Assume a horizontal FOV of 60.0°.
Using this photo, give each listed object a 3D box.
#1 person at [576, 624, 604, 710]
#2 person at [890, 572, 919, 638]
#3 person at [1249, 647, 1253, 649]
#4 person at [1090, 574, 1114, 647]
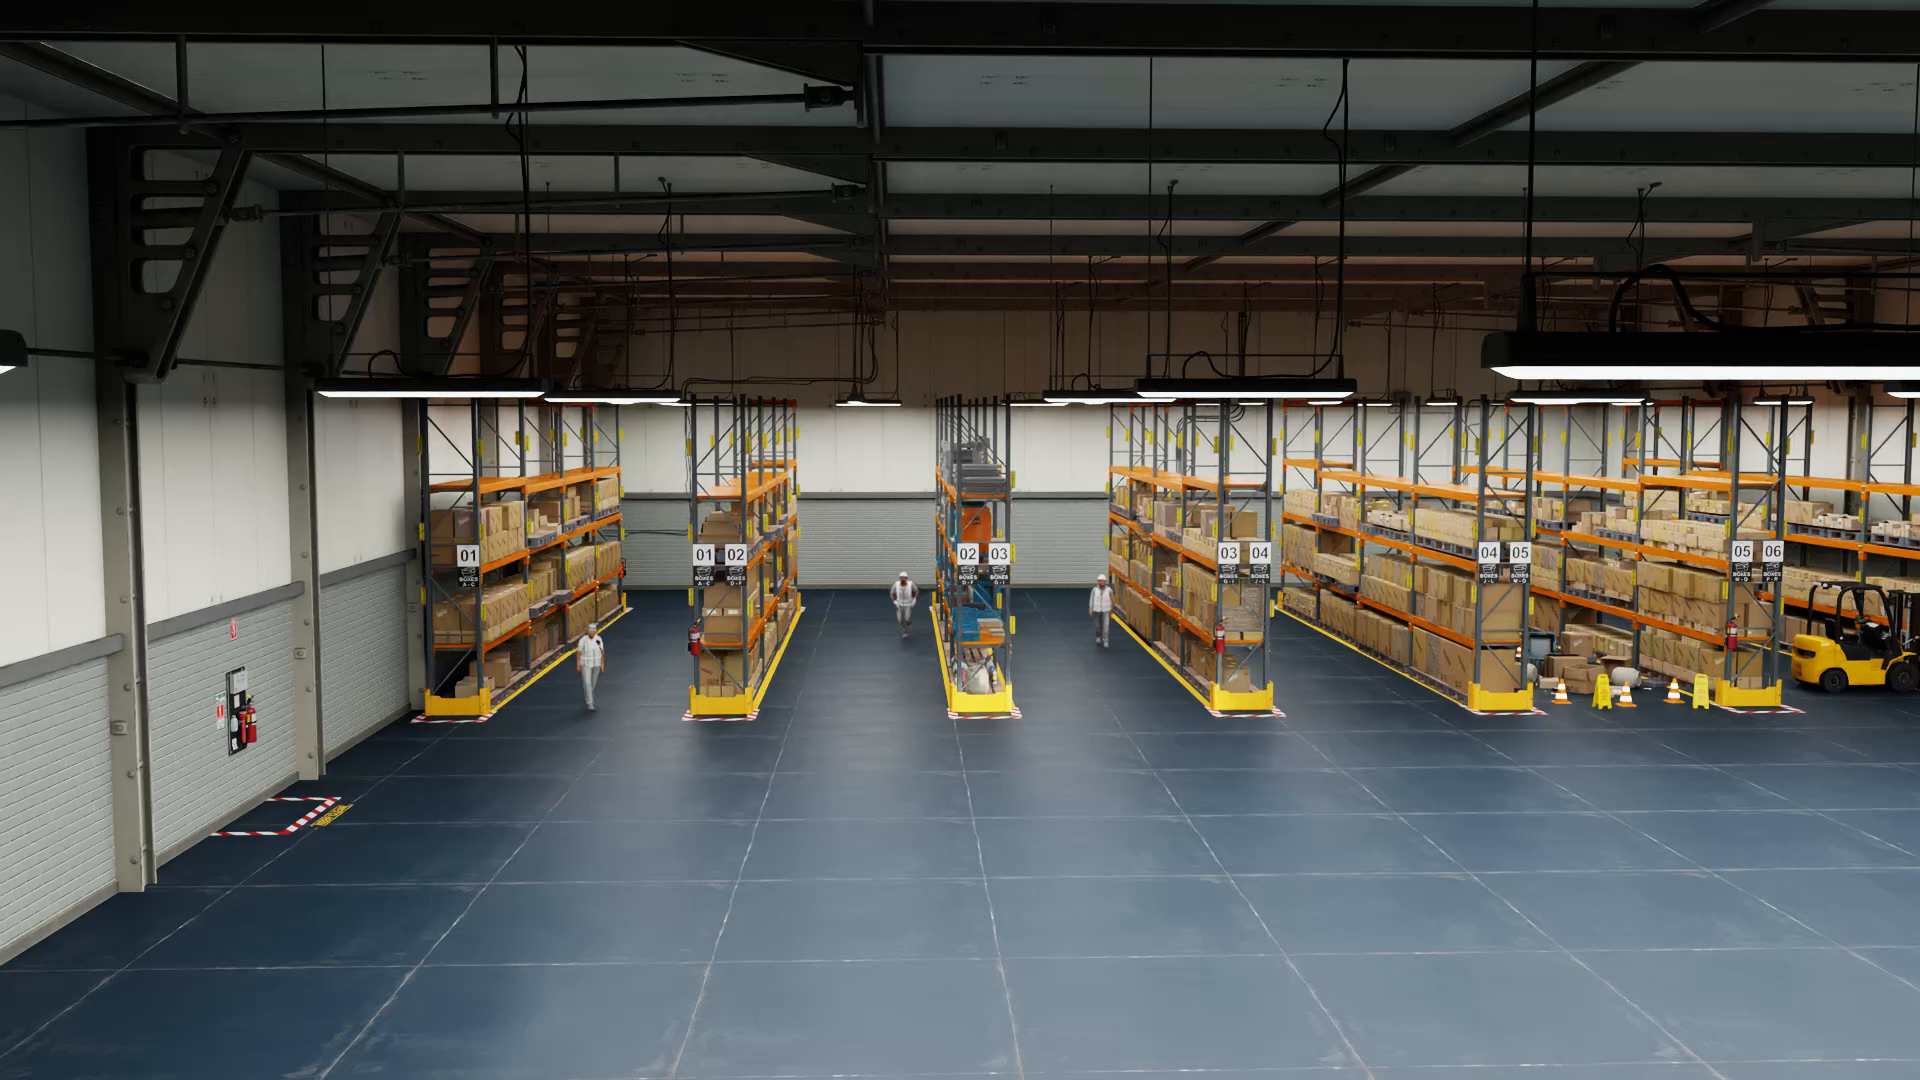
[{"bbox_3d":[-7.037,2.396,31.751,0.524,1.607,0.973,-3,6,-37],"label":"person"},{"bbox_3d":[-1.388,1.617,41.533,0.698,1.684,0.642,1,5,8],"label":"person"},{"bbox_3d":[7.017,1.768,39.824,0.440,1.604,1.064,0,4,0],"label":"person"},{"bbox_3d":[3.428,1.689,40.130,0.606,1.712,1.069,0,4,1],"label":"person"}]
